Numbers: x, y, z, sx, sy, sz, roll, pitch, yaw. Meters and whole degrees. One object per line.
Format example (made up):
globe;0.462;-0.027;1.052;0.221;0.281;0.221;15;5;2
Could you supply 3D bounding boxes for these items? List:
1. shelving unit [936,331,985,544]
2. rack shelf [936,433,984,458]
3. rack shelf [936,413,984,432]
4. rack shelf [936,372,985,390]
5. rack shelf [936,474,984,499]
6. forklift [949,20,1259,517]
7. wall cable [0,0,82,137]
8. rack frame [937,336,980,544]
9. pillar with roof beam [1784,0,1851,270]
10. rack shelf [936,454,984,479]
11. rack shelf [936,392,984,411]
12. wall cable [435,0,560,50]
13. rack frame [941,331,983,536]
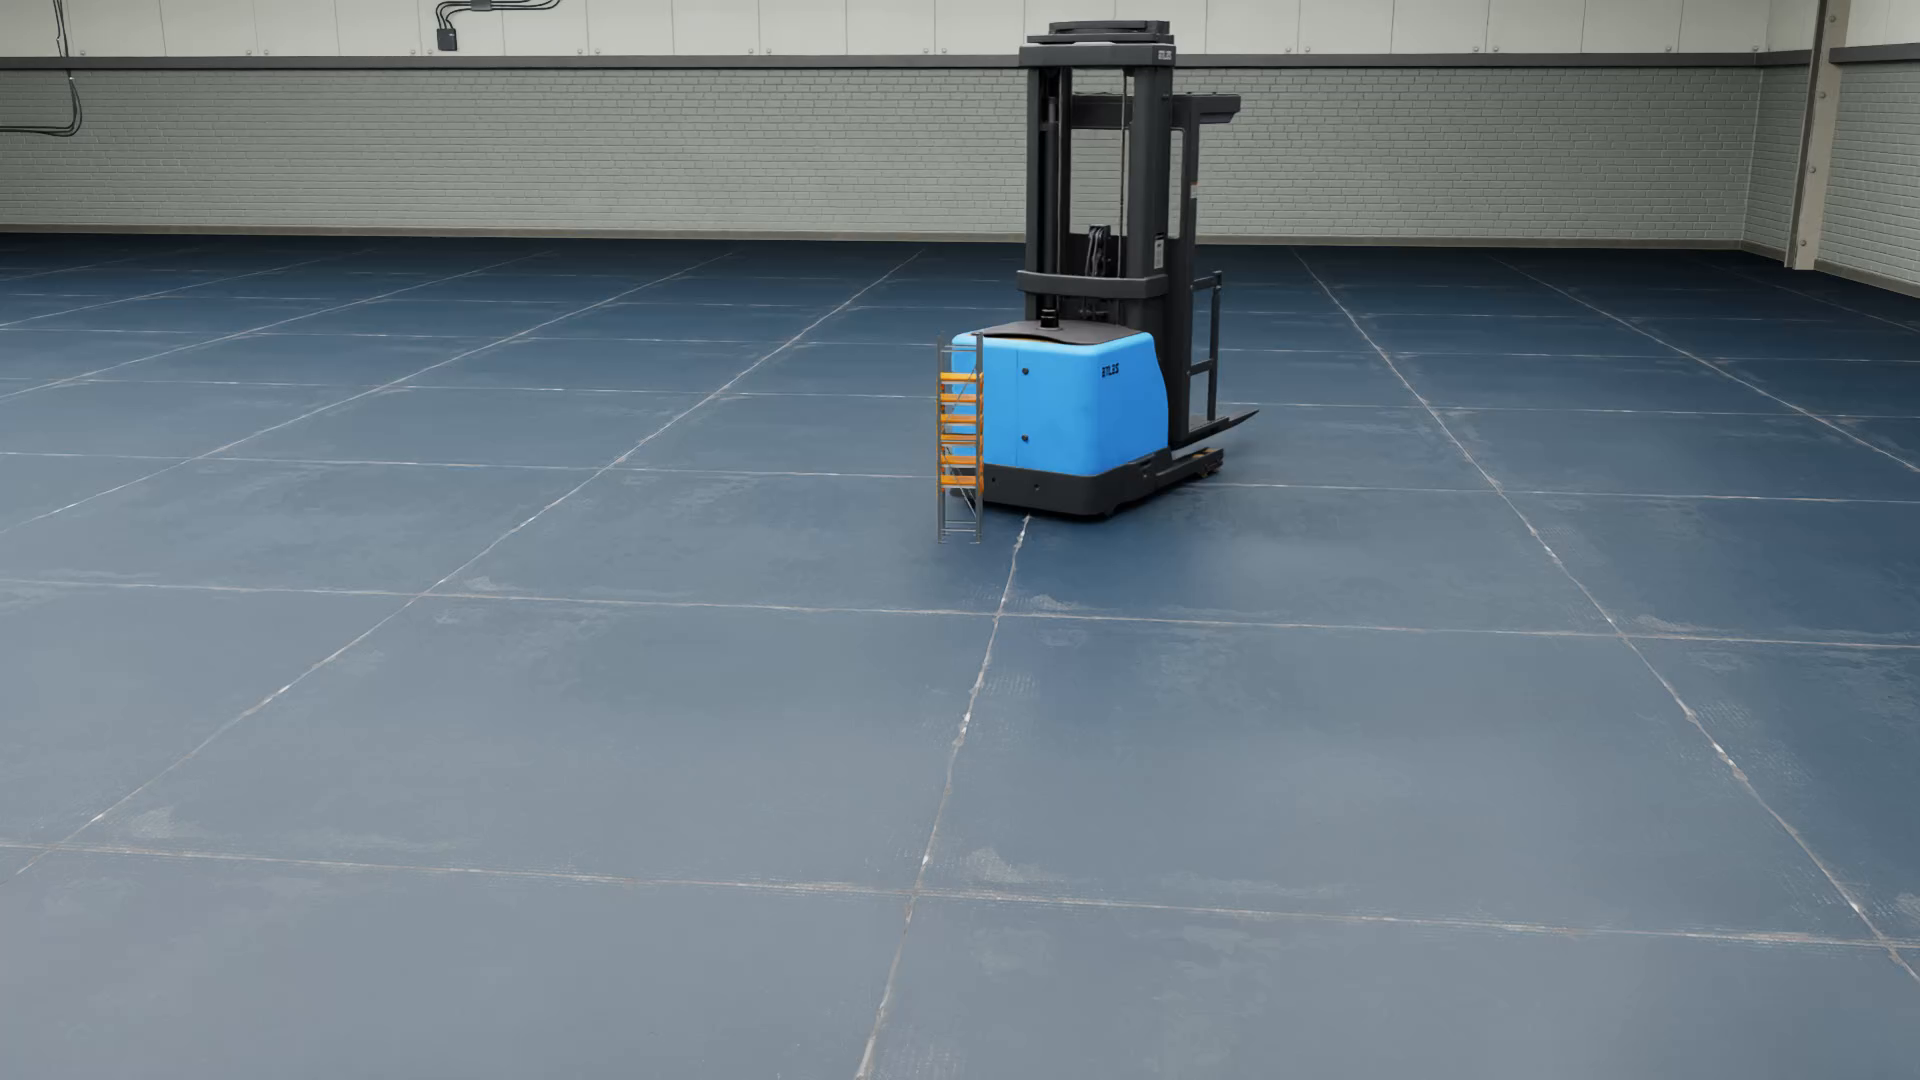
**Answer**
shelving unit;0.002;-0.583;9.519;0.258;1.200;0.189;2;15;6
rack shelf;0.002;-0.540;9.531;0.258;0.103;0.180;2;15;6
rack shelf;0.002;-0.656;9.500;0.258;0.103;0.180;2;15;6
rack shelf;0.002;-0.888;9.437;0.258;0.103;0.180;2;15;6
rack shelf;0.002;-0.308;9.594;0.258;0.103;0.180;2;15;6
forklift;1.145;-1.889;11.033;1.130;2.935;3.031;9;18;31
wall cable;-17.309;-8.494;29.782;3.097;2.526;0.112;2;15;6
rack frame;-0.009;-0.559;9.432;0.240;1.200;0.006;2;15;6
pillar with roof beam;8.066;-8.466;23.733;9.100;9.000;0.400;2;15;6
rack shelf;0.002;-0.424;9.562;0.258;0.103;0.180;2;15;6
rack shelf;0.002;-0.772;9.468;0.258;0.103;0.180;2;15;6
wall cable;-7.878;-11.351;27.884;2.305;6.003;0.169;2;15;6
rack frame;0.012;-0.607;9.607;0.240;1.200;0.006;2;15;6
